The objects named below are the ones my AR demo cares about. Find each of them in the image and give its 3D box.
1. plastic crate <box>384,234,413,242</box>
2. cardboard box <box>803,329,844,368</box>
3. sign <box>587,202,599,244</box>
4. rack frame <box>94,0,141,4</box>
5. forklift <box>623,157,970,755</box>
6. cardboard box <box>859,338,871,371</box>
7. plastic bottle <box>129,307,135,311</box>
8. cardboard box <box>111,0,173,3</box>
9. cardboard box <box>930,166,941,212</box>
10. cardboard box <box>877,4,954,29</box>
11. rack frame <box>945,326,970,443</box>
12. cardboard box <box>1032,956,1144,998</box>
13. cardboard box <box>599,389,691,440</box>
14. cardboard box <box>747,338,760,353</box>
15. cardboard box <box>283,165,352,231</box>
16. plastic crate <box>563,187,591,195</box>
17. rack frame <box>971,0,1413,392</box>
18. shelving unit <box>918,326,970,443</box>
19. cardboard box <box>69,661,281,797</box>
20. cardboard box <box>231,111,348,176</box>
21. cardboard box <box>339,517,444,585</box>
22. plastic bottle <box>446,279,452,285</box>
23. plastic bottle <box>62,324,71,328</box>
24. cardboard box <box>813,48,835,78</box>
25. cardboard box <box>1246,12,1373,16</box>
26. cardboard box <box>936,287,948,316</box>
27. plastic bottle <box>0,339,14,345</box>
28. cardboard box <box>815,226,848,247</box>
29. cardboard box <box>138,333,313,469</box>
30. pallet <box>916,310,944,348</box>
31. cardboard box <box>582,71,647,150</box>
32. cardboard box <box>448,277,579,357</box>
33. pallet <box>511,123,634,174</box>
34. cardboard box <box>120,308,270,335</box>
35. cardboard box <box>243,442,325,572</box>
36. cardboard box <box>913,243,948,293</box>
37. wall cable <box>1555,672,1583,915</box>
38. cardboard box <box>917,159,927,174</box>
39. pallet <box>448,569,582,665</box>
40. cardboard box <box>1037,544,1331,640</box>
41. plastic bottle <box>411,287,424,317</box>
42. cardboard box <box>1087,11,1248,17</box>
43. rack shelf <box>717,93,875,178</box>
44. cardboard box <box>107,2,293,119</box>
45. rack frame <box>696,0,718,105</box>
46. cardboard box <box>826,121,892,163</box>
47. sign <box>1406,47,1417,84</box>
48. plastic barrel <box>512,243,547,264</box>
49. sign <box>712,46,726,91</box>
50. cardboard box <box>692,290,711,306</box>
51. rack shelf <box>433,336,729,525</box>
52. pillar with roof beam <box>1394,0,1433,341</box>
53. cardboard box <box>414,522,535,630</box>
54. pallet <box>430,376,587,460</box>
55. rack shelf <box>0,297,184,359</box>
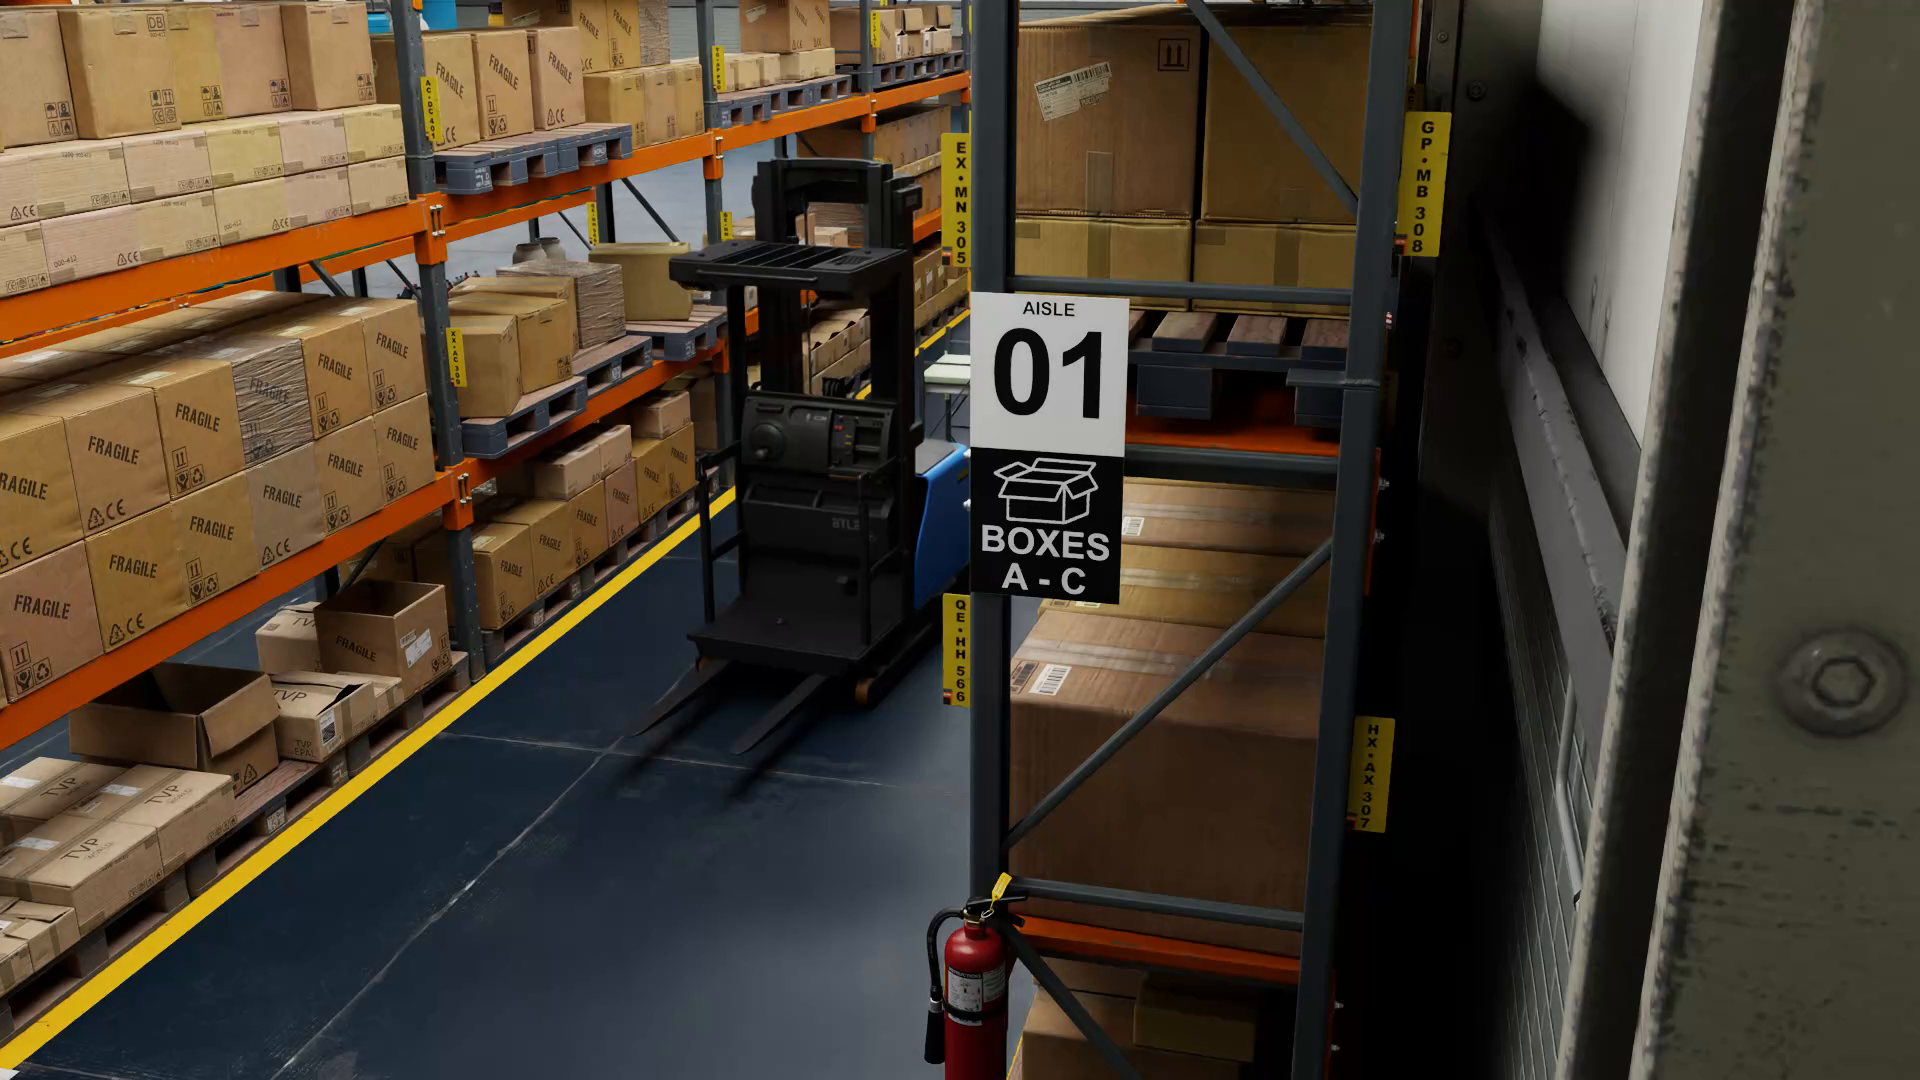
[{"bbox_3d":[-5.971,-3.389,17.370,0.402,0.464,0.583,5,19,13],"label":"plastic crate"},{"bbox_3d":[-1.413,-1.836,15.659,0.500,0.311,0.500,5,19,13],"label":"cardboard box"},{"bbox_3d":[-2.863,-2.479,13.014,0.100,0.325,0.005,5,19,13],"label":"sign"},{"bbox_3d":[-7.127,-5.120,13.255,1.000,3.000,0.127,5,19,13],"label":"rack frame"},{"bbox_3d":[-0.900,-0.596,9.397,1.130,2.935,3.031,7,20,19],"label":"forklift"},{"bbox_3d":[-1.167,-1.887,16.676,0.500,0.250,0.500,4,19,13],"label":"cardboard box"},{"bbox_3d":[-6.858,-1.992,13.686,0.097,0.201,0.097,0,19,0],"label":"plastic bottle"},{"bbox_3d":[-10.108,-6.518,20.601,0.500,0.500,0.500,5,19,13],"label":"cardboard box"},{"bbox_3d":[-0.620,-4.133,19.493,0.700,0.500,0.500,5,20,15],"label":"cardboard box"},{"bbox_3d":[-0.514,-5.950,19.299,0.797,0.503,0.637,6,20,17],"label":"cardboard box"},{"bbox_3d":[0.091,-0.827,12.287,0.400,1.500,0.023,5,19,13],"label":"rack frame"},{"bbox_3d":[0.454,1.404,5.650,0.380,0.149,0.250,4,19,13],"label":"cardboard box"},{"bbox_3d":[-2.335,-0.939,12.323,0.500,0.250,0.500,5,20,15],"label":"cardboard box"},{"bbox_3d":[-2.064,-1.713,15.300,0.500,0.311,0.500,5,20,15],"label":"cardboard box"},{"bbox_3d":[-3.295,-1.654,7.981,0.500,0.250,0.500,5,19,13],"label":"cardboard box"},{"bbox_3d":[-5.004,-4.538,21.062,0.499,0.251,0.616,5,19,13],"label":"plastic crate"},{"bbox_3d":[0.526,-1.830,3.624,1.000,3.000,0.127,5,19,13],"label":"rack frame"},{"bbox_3d":[0.002,-0.712,11.951,0.431,1.500,0.755,5,19,13],"label":"shelving unit"},{"bbox_3d":[-3.756,0.928,8.013,0.797,0.503,0.637,5,19,13],"label":"cardboard box"},{"bbox_3d":[-3.282,-1.890,7.897,0.500,0.250,0.500,5,19,13],"label":"cardboard box"},{"bbox_3d":[-3.459,0.163,10.258,0.500,0.500,0.500,5,19,13],"label":"cardboard box"},{"bbox_3d":[-6.075,-2.960,19.752,0.097,0.271,0.097,0,19,0],"label":"plastic bottle"},{"bbox_3d":[-7.033,-1.767,13.027,0.097,0.201,0.097,0,19,0],"label":"plastic bottle"},{"bbox_3d":[-1.507,-4.497,15.655,0.500,0.250,0.500,7,20,19],"label":"cardboard box"},{"bbox_3d":[1.197,-1.474,5.488,0.500,0.500,0.500,5,19,13],"label":"cardboard box"},{"bbox_3d":[-0.445,-2.788,19.313,0.500,0.250,0.500,5,19,13],"label":"cardboard box"},{"bbox_3d":[-7.169,-1.607,12.433,0.061,0.283,0.133,5,19,13],"label":"plastic bottle"},{"bbox_3d":[-1.425,-2.914,16.309,0.500,0.250,0.500,6,20,17],"label":"cardboard box"},{"bbox_3d":[-3.420,-0.658,7.771,0.500,0.500,0.500,5,19,14],"label":"cardboard box"},{"bbox_3d":[-0.816,-2.452,19.041,1.003,0.211,1.213,5,19,13],"label":"pallet"},{"bbox_3d":[-2.650,-2.893,11.222,0.910,0.500,0.500,5,19,13],"label":"cardboard box"},{"bbox_3d":[-2.930,-1.440,10.957,0.700,0.500,0.500,0,19,-1],"label":"cardboard box"},{"bbox_3d":[-2.824,-2.490,10.486,1.213,0.211,1.003,5,19,13],"label":"pallet"},{"bbox_3d":[-3.815,-0.868,8.387,0.500,0.500,0.500,4,19,12],"label":"cardboard box"},{"bbox_3d":[-3.423,-0.182,7.926,0.500,0.500,0.500,5,20,15],"label":"cardboard box"},{"bbox_3d":[-0.442,-3.142,19.191,0.500,0.500,0.500,5,19,13],"label":"cardboard box"},{"bbox_3d":[1.130,1.004,3.035,0.084,1.984,1.851,5,19,13],"label":"wall cable"},{"bbox_3d":[-0.593,-4.210,18.713,0.380,0.149,0.250,5,20,15],"label":"cardboard box"},{"bbox_3d":[-3.139,0.427,10.612,1.003,0.211,1.213,5,19,13],"label":"pallet"},{"bbox_3d":[0.807,0.477,5.685,0.980,0.700,0.700,5,19,13],"label":"cardboard box"},{"bbox_3d":[-6.132,-2.703,18.877,0.144,0.351,0.185,5,19,13],"label":"plastic bottle"},{"bbox_3d":[0.692,-1.512,5.599,0.500,0.500,0.500,4,19,11],"label":"cardboard box"},{"bbox_3d":[-1.836,-3.595,14.543,1.077,0.370,4.000,5,19,13],"label":"rack shelf"},{"bbox_3d":[-3.643,-2.274,7.862,0.700,0.500,0.500,5,19,13],"label":"cardboard box"},{"bbox_3d":[-2.324,-4.728,12.107,1.000,3.000,0.127,5,19,13],"label":"rack frame"},{"bbox_3d":[-1.122,-4.102,17.394,0.700,0.500,0.500,5,19,13],"label":"cardboard box"},{"bbox_3d":[3.016,-3.154,11.217,0.100,0.325,0.005,5,19,13],"label":"sign"},{"bbox_3d":[-5.381,-3.440,20.819,0.421,0.512,0.421,0,19,0],"label":"plastic barrel"},{"bbox_3d":[-1.799,-3.509,12.381,0.100,0.325,0.005,5,19,13],"label":"sign"},{"bbox_3d":[-2.193,-1.957,13.414,0.500,0.311,0.500,6,20,17],"label":"cardboard box"},{"bbox_3d":[-2.813,-0.921,11.357,1.077,0.370,4.000,5,19,13],"label":"rack shelf"},{"bbox_3d":[0.928,-6.897,18.459,9.100,9.000,0.400,5,19,13],"label":"pillar with roof beam"},{"bbox_3d":[-2.947,0.207,10.126,0.500,0.500,0.500,4,19,11],"label":"cardboard box"},{"bbox_3d":[-3.000,-0.786,10.145,1.003,0.211,1.213,5,19,13],"label":"pallet"},{"bbox_3d":[-7.615,-1.314,12.506,1.077,0.370,4.000,5,19,13],"label":"rack shelf"}]
